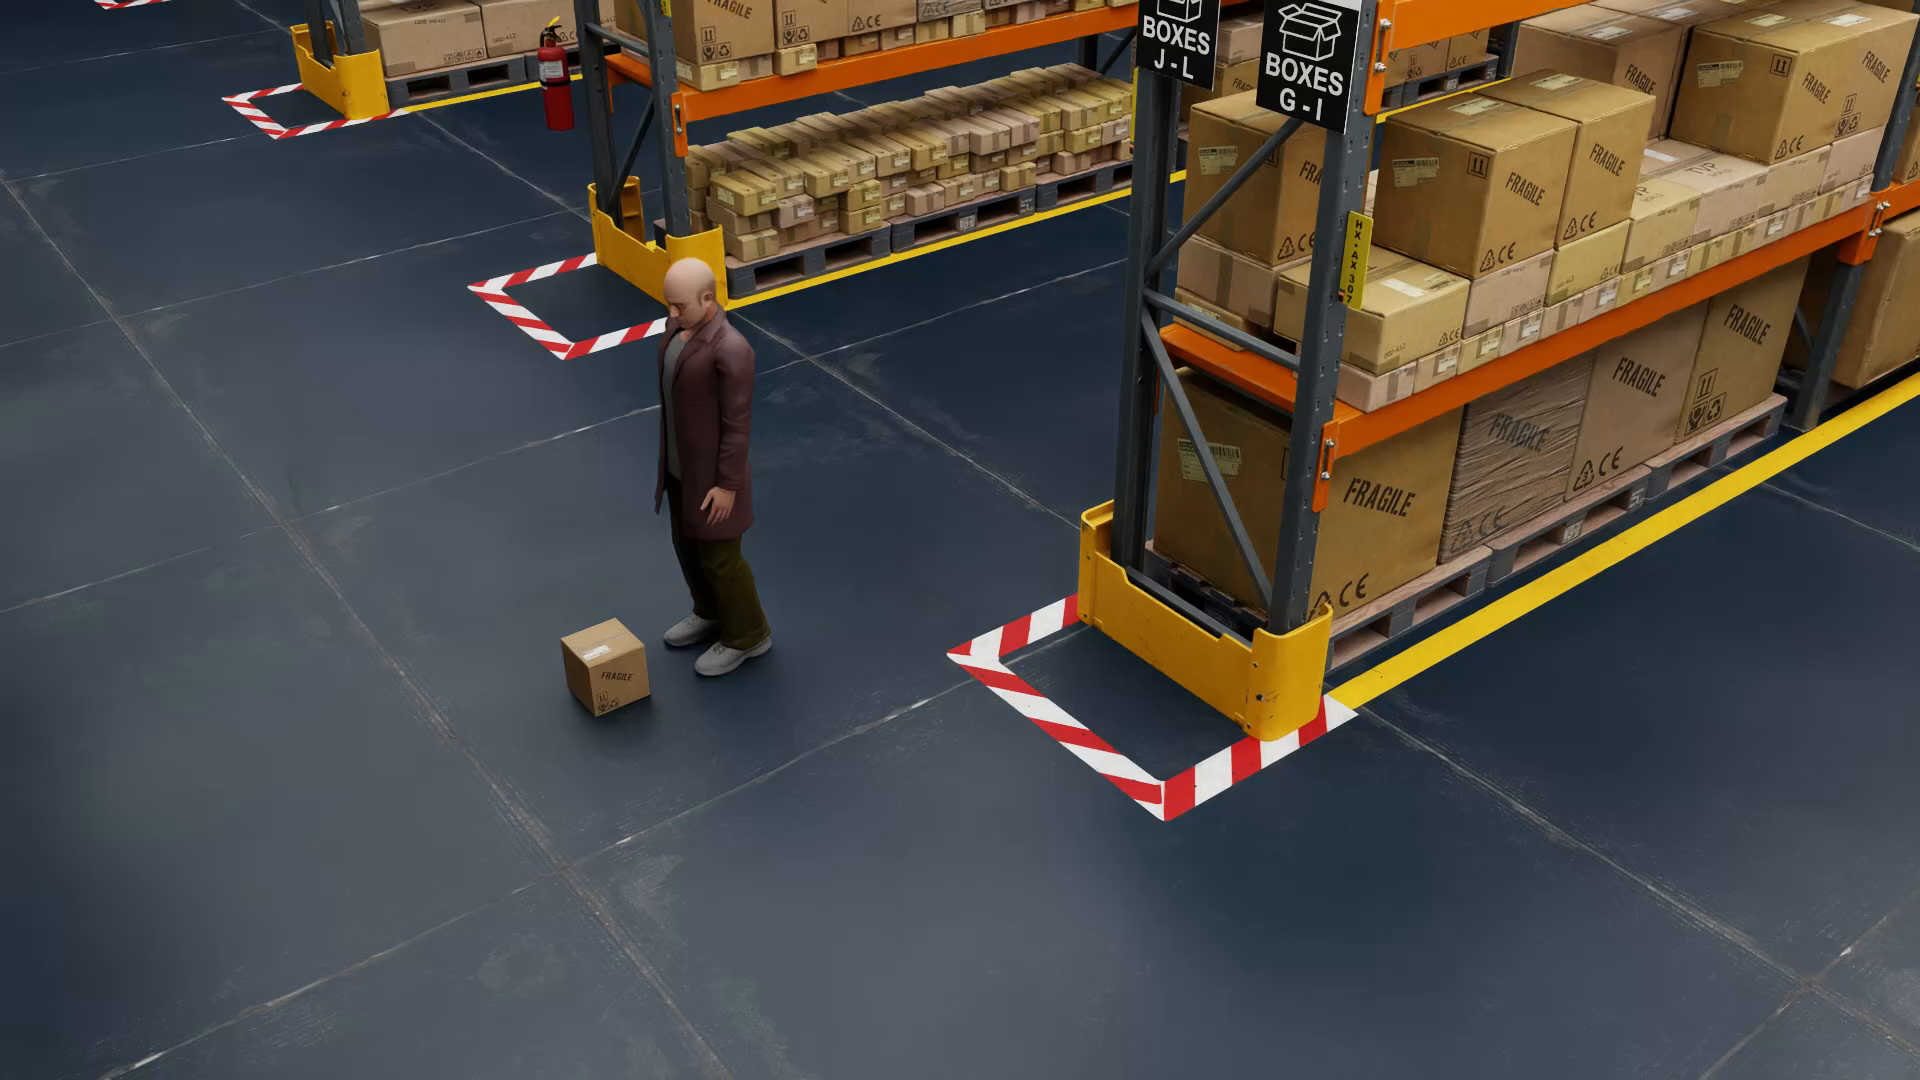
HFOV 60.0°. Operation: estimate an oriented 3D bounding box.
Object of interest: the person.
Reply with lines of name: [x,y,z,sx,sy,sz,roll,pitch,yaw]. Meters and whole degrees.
person: [-1.015,-0.286,6.622,0.378,1.771,0.562,-21,38,-30]
